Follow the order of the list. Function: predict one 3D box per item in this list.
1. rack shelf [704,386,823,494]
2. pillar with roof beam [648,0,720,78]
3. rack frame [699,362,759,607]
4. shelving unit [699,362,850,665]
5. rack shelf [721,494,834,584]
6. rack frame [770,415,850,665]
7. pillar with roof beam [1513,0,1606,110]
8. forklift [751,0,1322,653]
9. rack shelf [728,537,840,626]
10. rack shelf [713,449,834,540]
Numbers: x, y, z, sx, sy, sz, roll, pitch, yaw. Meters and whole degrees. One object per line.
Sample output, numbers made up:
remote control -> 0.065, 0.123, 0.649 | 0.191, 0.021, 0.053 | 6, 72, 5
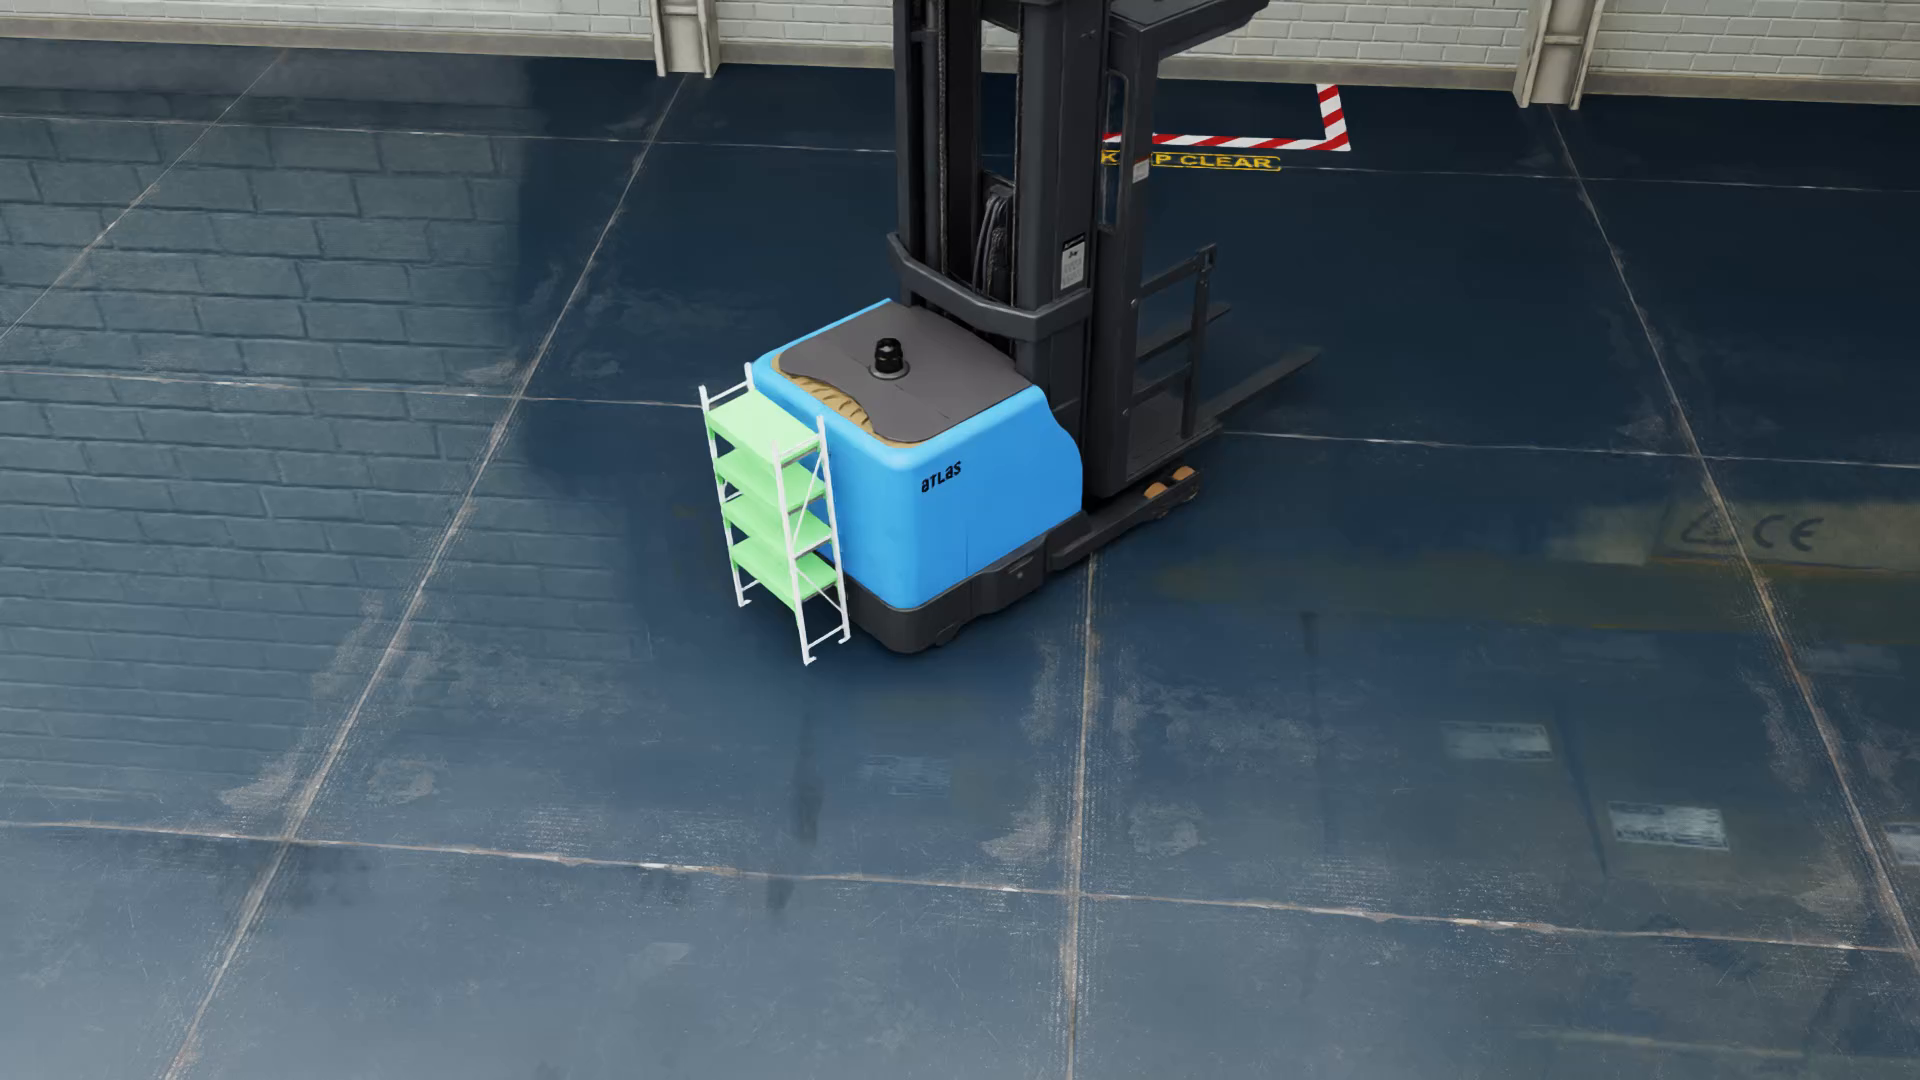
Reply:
rack shelf -> -0.774, -0.404, 6.626 | 0.258, 0.148, 0.480 | -31, 48, -28
pillar with roof beam -> -2.307, -4.156, 5.728 | 0.400, 9.000, 9.100 | 3, 39, 4
rack frame -> -0.914, -0.209, 7.045 | 0.240, 1.200, 0.015 | -31, 48, -28
shelving unit -> -0.755, -0.092, 6.901 | 0.258, 1.200, 0.503 | -31, 48, -28
rack shelf -> -0.753, -0.044, 6.943 | 0.258, 0.148, 0.480 | -31, 48, -28
rack frame -> -0.597, 0.025, 6.757 | 0.240, 1.200, 0.015 | -31, 48, -28
pillar with roof beam -> 3.671, -3.830, 5.326 | 0.400, 9.000, 9.100 | 3, 39, 4
forklift -> 0.532, -1.460, 7.222 | 3.031, 2.935, 1.130 | -30, 48, -31
rack shelf -> -0.742, 0.136, 7.101 | 0.258, 0.148, 0.480 | -31, 48, -28
rack shelf -> -0.763, -0.224, 6.785 | 0.258, 0.148, 0.480 | -31, 48, -28
